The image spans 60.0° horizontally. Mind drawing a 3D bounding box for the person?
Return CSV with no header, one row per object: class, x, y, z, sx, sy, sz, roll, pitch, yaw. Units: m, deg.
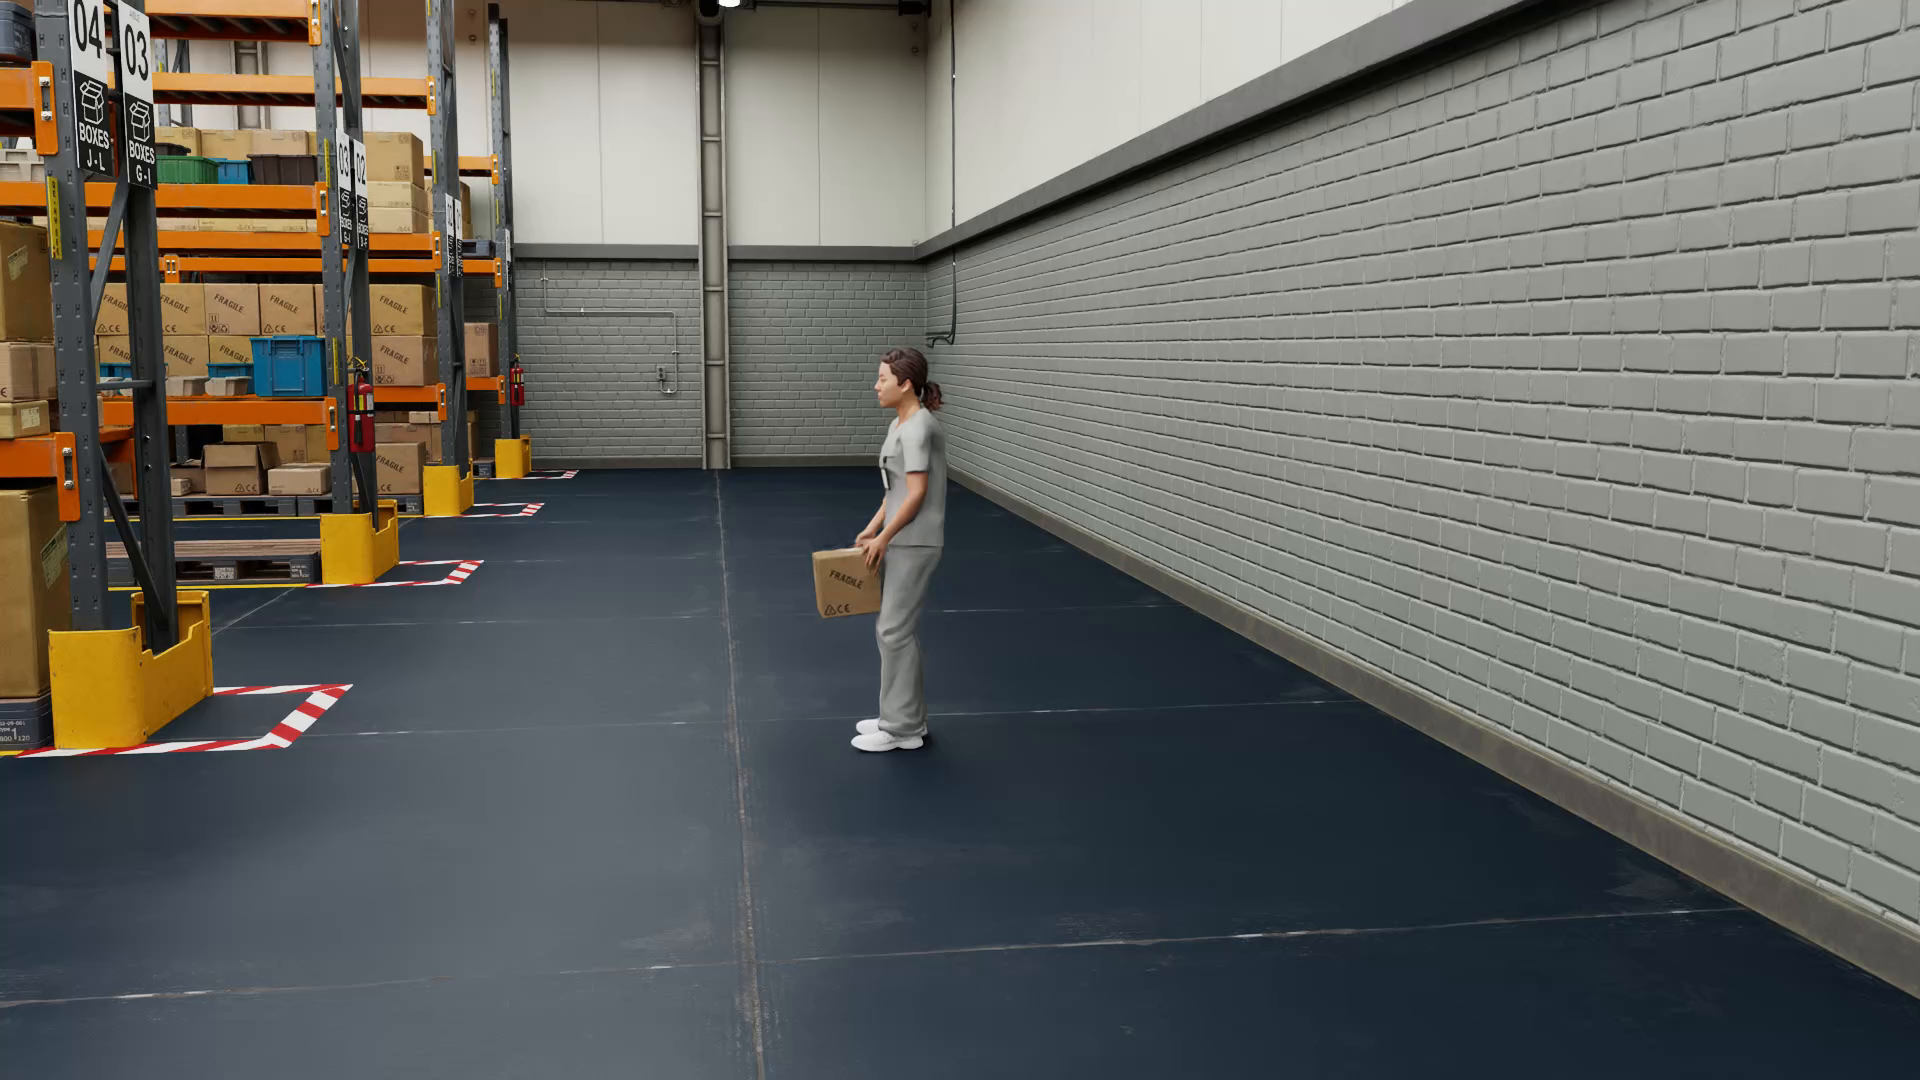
person,-0.263,0.036,6.977,0.420,1.676,0.467,-1,7,-10
